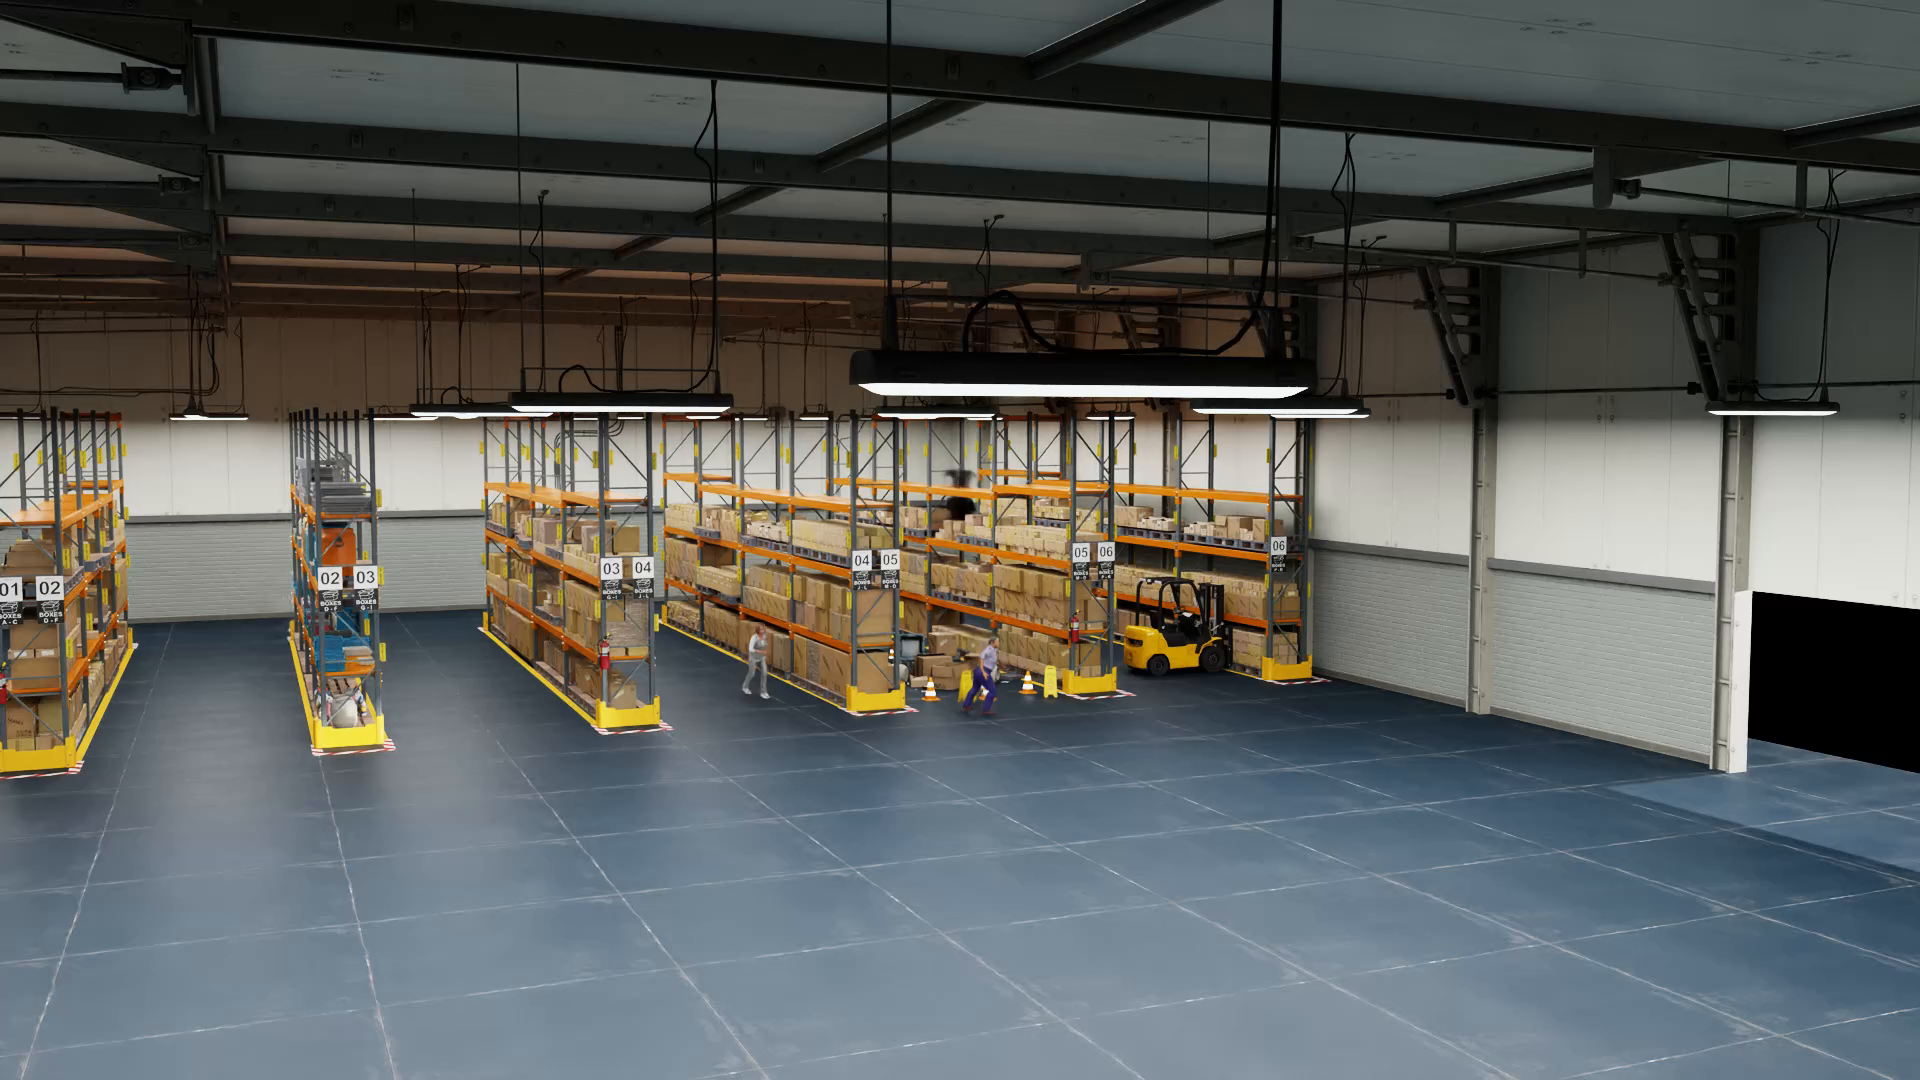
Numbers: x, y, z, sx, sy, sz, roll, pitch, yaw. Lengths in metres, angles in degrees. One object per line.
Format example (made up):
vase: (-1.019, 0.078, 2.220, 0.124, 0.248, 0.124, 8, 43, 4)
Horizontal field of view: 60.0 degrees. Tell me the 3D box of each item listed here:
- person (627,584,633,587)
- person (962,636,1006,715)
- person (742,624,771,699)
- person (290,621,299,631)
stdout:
person: (-9.475, 1.590, 47.159, 0.655, 1.659, 0.604, 0, 4, -4)
person: (0.486, 2.659, 32.832, 0.865, 1.576, 0.668, 0, 4, -3)
person: (-4.254, 2.524, 34.685, 0.532, 1.534, 0.900, -3, 5, -39)
person: (-17.573, 1.801, 45.156, 1.175, 1.543, 0.693, 0, 4, -7)
